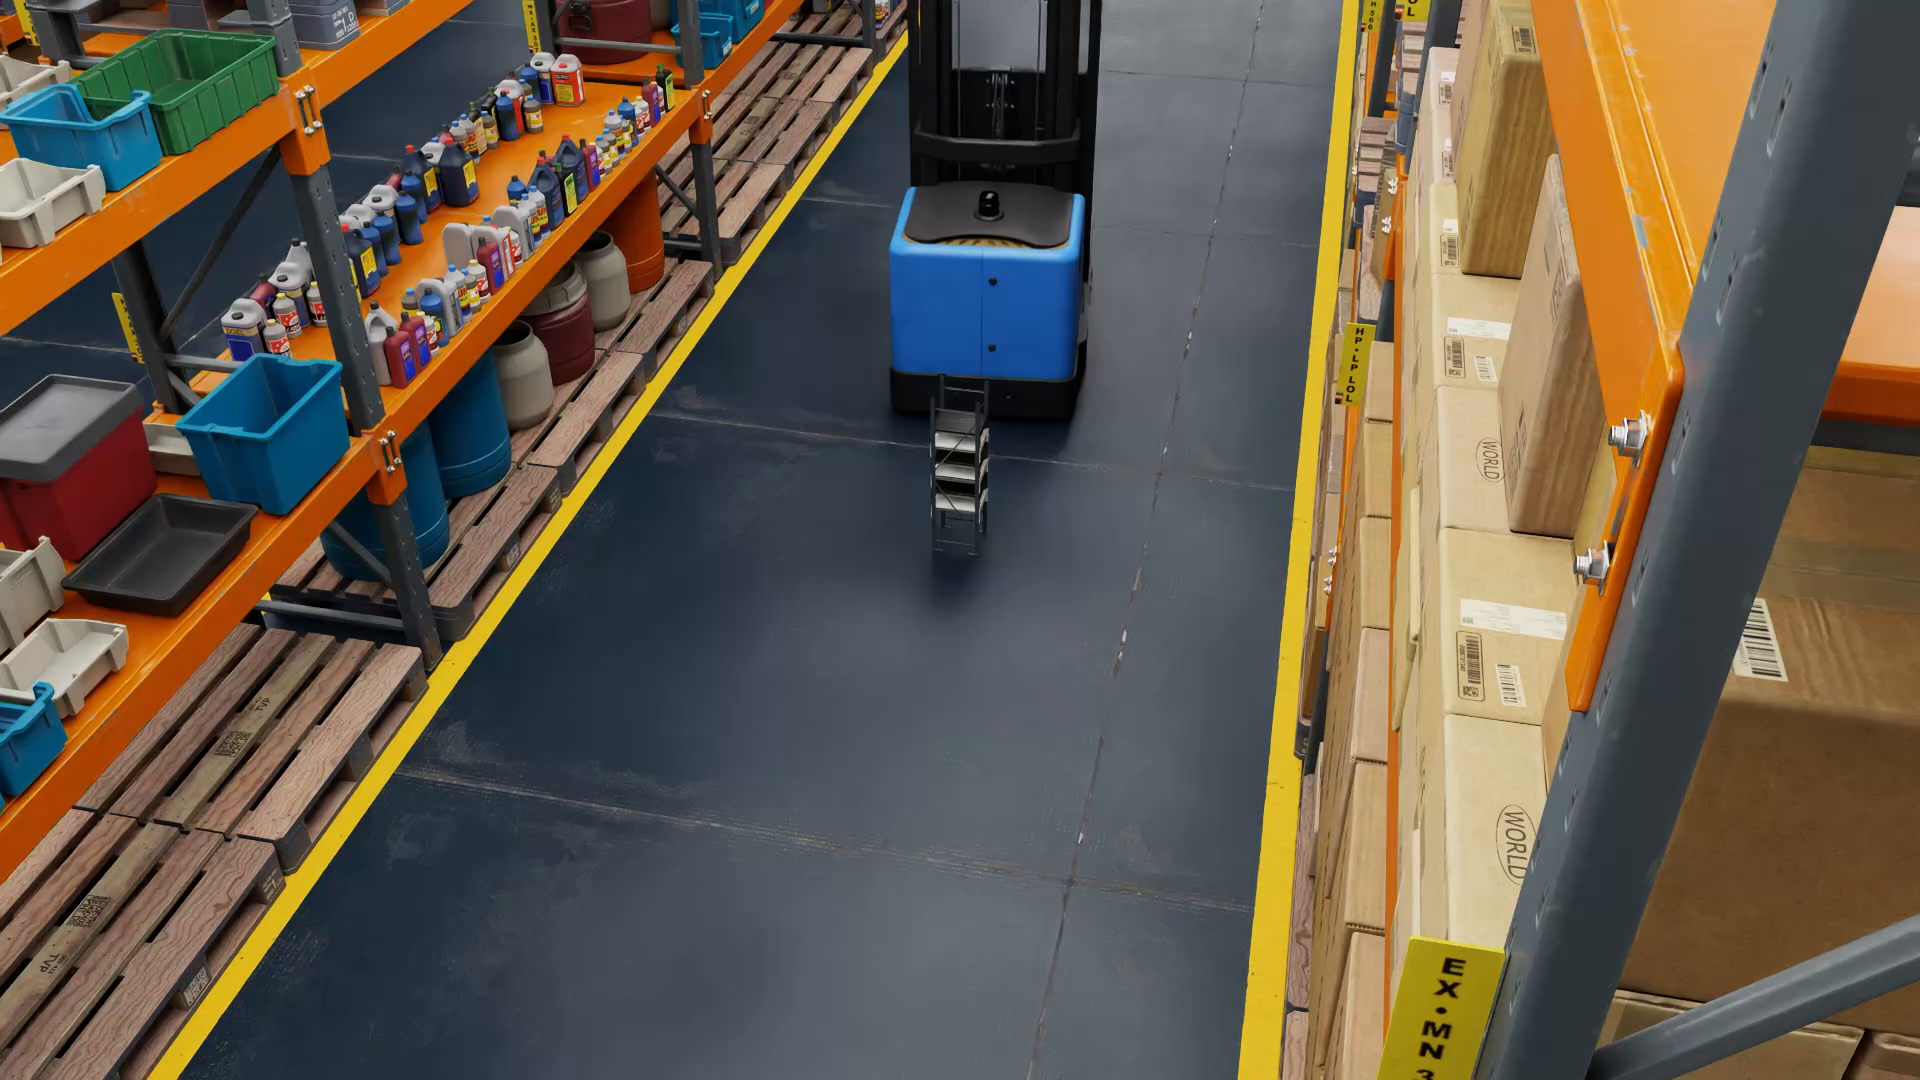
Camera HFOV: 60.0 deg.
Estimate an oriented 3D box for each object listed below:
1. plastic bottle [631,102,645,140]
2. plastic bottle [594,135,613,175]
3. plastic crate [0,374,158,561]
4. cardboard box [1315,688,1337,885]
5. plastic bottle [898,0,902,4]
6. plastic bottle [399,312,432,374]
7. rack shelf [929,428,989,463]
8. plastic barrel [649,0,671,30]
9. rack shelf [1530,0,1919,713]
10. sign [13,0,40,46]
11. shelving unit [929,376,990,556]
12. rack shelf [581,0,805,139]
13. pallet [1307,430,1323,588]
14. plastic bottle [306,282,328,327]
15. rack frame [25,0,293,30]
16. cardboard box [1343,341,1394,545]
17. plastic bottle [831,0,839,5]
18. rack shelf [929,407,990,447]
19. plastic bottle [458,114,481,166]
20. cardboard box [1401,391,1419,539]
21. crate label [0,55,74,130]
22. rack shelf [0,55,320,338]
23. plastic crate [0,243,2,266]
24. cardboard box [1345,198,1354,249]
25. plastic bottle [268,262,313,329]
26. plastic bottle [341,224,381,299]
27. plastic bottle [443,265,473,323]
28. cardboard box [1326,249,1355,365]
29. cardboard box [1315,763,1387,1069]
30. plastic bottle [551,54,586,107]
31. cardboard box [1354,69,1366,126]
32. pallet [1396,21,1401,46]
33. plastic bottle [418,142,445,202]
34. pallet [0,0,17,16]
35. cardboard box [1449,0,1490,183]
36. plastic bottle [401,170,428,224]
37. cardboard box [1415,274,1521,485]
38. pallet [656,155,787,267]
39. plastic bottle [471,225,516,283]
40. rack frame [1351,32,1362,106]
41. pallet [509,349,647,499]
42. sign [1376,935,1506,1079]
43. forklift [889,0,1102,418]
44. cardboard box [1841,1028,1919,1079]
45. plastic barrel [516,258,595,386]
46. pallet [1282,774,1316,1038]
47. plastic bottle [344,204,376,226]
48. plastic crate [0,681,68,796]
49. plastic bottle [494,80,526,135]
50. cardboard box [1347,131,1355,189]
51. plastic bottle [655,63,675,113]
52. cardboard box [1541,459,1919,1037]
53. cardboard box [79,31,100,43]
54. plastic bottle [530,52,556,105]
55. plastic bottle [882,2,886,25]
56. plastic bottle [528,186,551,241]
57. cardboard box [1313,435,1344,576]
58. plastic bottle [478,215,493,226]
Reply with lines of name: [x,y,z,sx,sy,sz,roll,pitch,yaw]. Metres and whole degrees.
plastic bottle: [-1.841,-2.373,9.408,0.097,0.201,0.097,0,36,0]
plastic bottle: [-1.945,-2.094,9.023,0.097,0.201,0.097,0,36,0]
plastic crate: [-3.348,-0.268,6.228,0.402,0.464,0.583,7,37,10]
cardboard box: [1.335,0.723,4.881,0.500,0.500,0.500,7,37,10]
plastic bottle: [-0.586,-4.909,14.619,0.144,0.351,0.185,6,36,8]
plastic bottle: [-2.389,-0.884,7.283,0.061,0.283,0.133,7,37,10]
rack shelf: [-0.002,-0.478,8.164,0.258,0.077,0.200,7,37,10]
plastic barrel: [-2.047,-3.653,10.909,0.421,0.512,0.421,0,36,0]
rack shelf: [1.498,-1.065,2.937,1.077,0.370,4.000,7,37,10]
sign: [-3.450,-1.986,6.141,0.100,0.325,0.005,7,37,10]
shelving unit: [-0.002,-0.360,8.250,0.258,0.900,0.210,7,37,10]
rack shelf: [-1.631,-3.846,11.884,1.077,0.370,4.000,7,37,10]
pallet: [2.321,-0.118,8.504,1.003,0.211,1.213,7,37,10]
plastic bottle: [-2.940,-1.088,7.635,0.097,0.201,0.097,0,36,0]
rack frame: [-2.913,-3.127,5.166,1.000,3.000,0.127,7,37,10]
cardboard box: [1.550,-0.285,5.420,0.500,0.500,0.500,8,37,11]
plastic bottle: [-1.157,-4.871,14.631,0.152,0.276,0.135,7,37,10]
rack shelf: [-0.002,-0.551,8.111,0.258,0.077,0.200,7,37,10]
plastic bottle: [-2.695,-2.194,9.101,0.097,0.271,0.097,0,36,0]
cardboard box: [1.257,-0.121,3.703,0.500,0.250,0.500,7,37,10]
crate label: [-3.300,-1.561,5.787,0.293,0.136,0.466,7,37,10]
rack shelf: [-3.340,-0.474,4.676,1.077,0.370,4.000,7,37,10]
plastic crate: [-2.992,-0.803,4.617,0.437,0.282,0.530,7,37,10]
cardboard box: [2.651,-1.983,10.207,0.500,0.311,0.500,8,37,11]
plastic bottle: [-3.066,-1.123,7.620,0.152,0.276,0.135,7,37,10]
plastic bottle: [-2.856,-1.334,7.846,0.144,0.351,0.185,7,37,10]
plastic bottle: [-2.312,-1.136,7.641,0.097,0.271,0.097,0,36,0]
cardboard box: [2.403,-1.309,9.525,0.500,0.500,0.500,9,37,12]
cardboard box: [1.111,0.896,3.791,0.500,0.500,0.500,8,37,11]
plastic bottle: [-2.318,-2.714,9.815,0.152,0.276,0.135,7,37,10]
cardboard box: [3.081,-3.156,11.826,0.500,0.311,0.500,6,36,8]
pallet: [2.352,-2.173,6.567,1.213,0.211,1.003,7,37,10]
plastic bottle: [-2.763,-1.938,8.744,0.152,0.276,0.135,7,37,10]
pallet: [-6.849,-3.956,11.586,1.213,0.211,1.003,7,37,10]
cardboard box: [1.614,-1.182,4.102,0.700,0.500,0.500,7,37,10]
plastic bottle: [-2.794,-1.760,8.502,0.097,0.271,0.097,0,36,0]
cardboard box: [1.249,-0.325,3.558,0.500,0.250,0.500,7,37,10]
pallet: [-1.855,-2.301,11.515,1.003,0.211,1.213,7,37,10]
plastic bottle: [-2.244,-1.396,7.996,0.152,0.276,0.135,7,37,10]
rack frame: [3.634,-4.661,12.395,1.000,3.000,0.127,7,37,10]
pallet: [-2.449,-0.707,9.316,1.003,0.211,1.213,7,37,10]
sign: [0.533,0.564,1.875,0.100,0.325,0.005,7,37,10]
forklift: [0.275,-2.720,9.776,1.130,2.935,3.031,4,36,5]
cardboard box: [1.435,0.600,2.282,0.500,0.250,0.500,7,37,10]
plastic barrel: [-2.387,-1.255,9.392,0.600,0.588,0.708,7,37,10]
pallet: [1.778,1.448,6.343,1.003,0.211,1.213,7,37,10]
plastic bottle: [-2.930,-1.490,8.125,0.152,0.276,0.135,7,37,10]
plastic crate: [-3.047,0.612,5.212,0.416,0.233,0.300,7,37,10]
plastic bottle: [-2.565,-2.468,9.475,0.152,0.276,0.135,7,37,10]
cardboard box: [2.978,-2.636,11.586,0.500,0.250,0.500,8,37,11]
plastic bottle: [-1.728,-2.658,9.731,0.061,0.283,0.133,7,37,10]
cardboard box: [1.165,0.262,2.109,0.700,0.500,0.500,7,37,10]
cardboard box: [-6.680,-3.775,12.288,0.500,0.250,0.500,11,37,15]
plastic bottle: [-2.467,-2.733,9.841,0.152,0.276,0.135,7,37,10]
plastic bottle: [-0.686,-4.515,14.204,0.097,0.201,0.097,0,36,0]
plastic bottle: [-2.122,-1.646,8.345,0.097,0.271,0.097,0,36,0]
cardboard box: [1.972,-0.129,7.898,0.500,0.500,0.500,8,37,11]
plastic bottle: [-2.320,-1.504,8.208,0.097,0.201,0.097,0,36,0]
